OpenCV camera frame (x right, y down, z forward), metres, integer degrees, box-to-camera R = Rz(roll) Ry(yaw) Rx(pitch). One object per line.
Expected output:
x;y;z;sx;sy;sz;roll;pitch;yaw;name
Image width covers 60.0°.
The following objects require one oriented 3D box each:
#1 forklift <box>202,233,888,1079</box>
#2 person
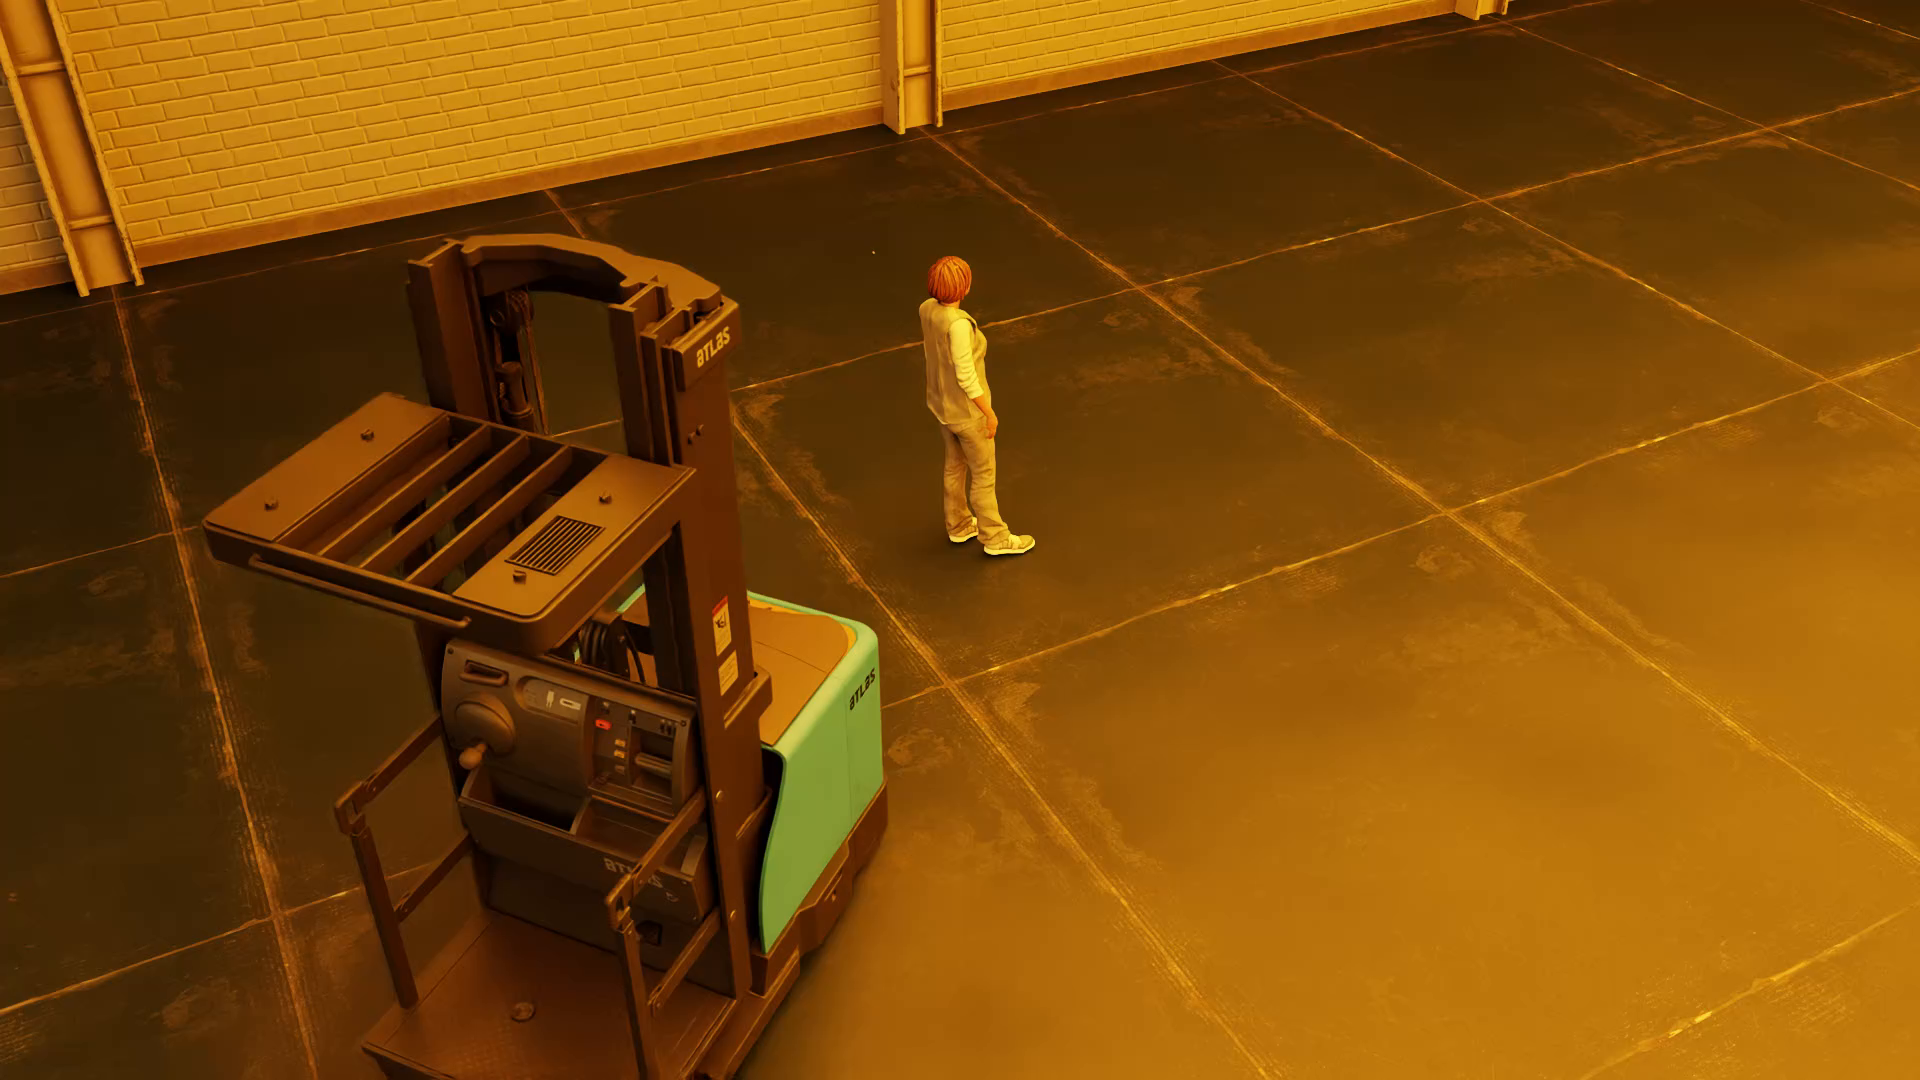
-1.351;0.676;5.167;1.130;2.935;3.031;14;38;19;forklift
0.072;-0.671;8.216;0.473;1.599;0.521;-17;39;-23;person
